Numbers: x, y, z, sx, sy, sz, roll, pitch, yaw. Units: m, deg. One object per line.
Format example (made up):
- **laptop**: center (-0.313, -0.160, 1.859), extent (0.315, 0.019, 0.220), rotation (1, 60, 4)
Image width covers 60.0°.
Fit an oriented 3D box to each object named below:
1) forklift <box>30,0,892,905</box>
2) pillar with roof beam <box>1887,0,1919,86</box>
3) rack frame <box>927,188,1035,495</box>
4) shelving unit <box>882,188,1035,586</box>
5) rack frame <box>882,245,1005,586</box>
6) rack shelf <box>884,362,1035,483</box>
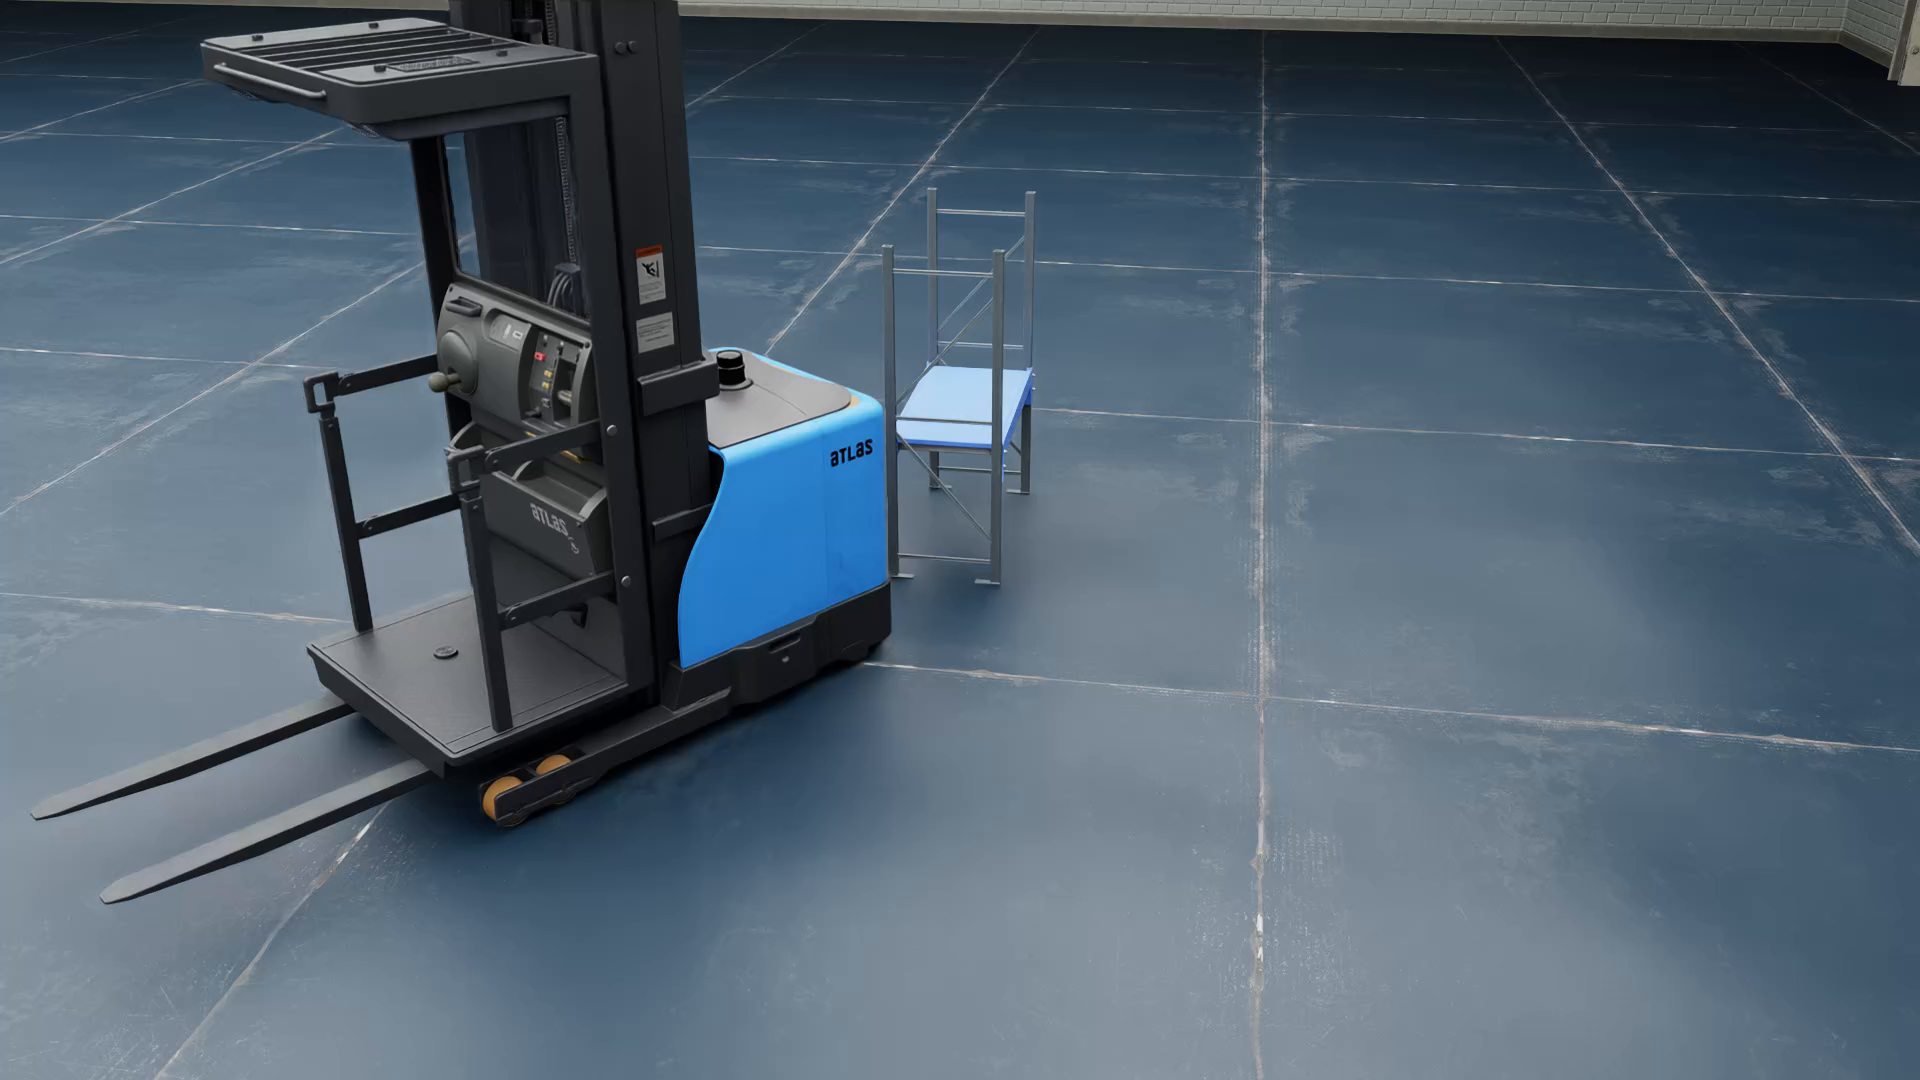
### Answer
- **forklift**: center (-1.683, -0.599, 5.572), extent (3.031, 2.935, 1.130), rotation (-23, 33, -39)
- **pillar with roof beam**: center (6.461, -9.542, 17.522), extent (9.100, 9.000, 0.400), rotation (4, 25, 9)
- **rack frame**: center (0.097, -0.928, 7.962), extent (0.500, 1.500, 0.032), rotation (4, 25, 9)
- **shelving unit**: center (0.014, -0.715, 7.508), extent (0.538, 1.500, 1.048), rotation (4, 25, 9)
- **rack frame**: center (-0.069, -0.502, 7.054), extent (0.500, 1.500, 0.032), rotation (4, 25, 9)
- **rack shelf**: center (0.014, -0.552, 7.585), extent (0.538, 0.185, 1.000), rotation (4, 25, 9)
